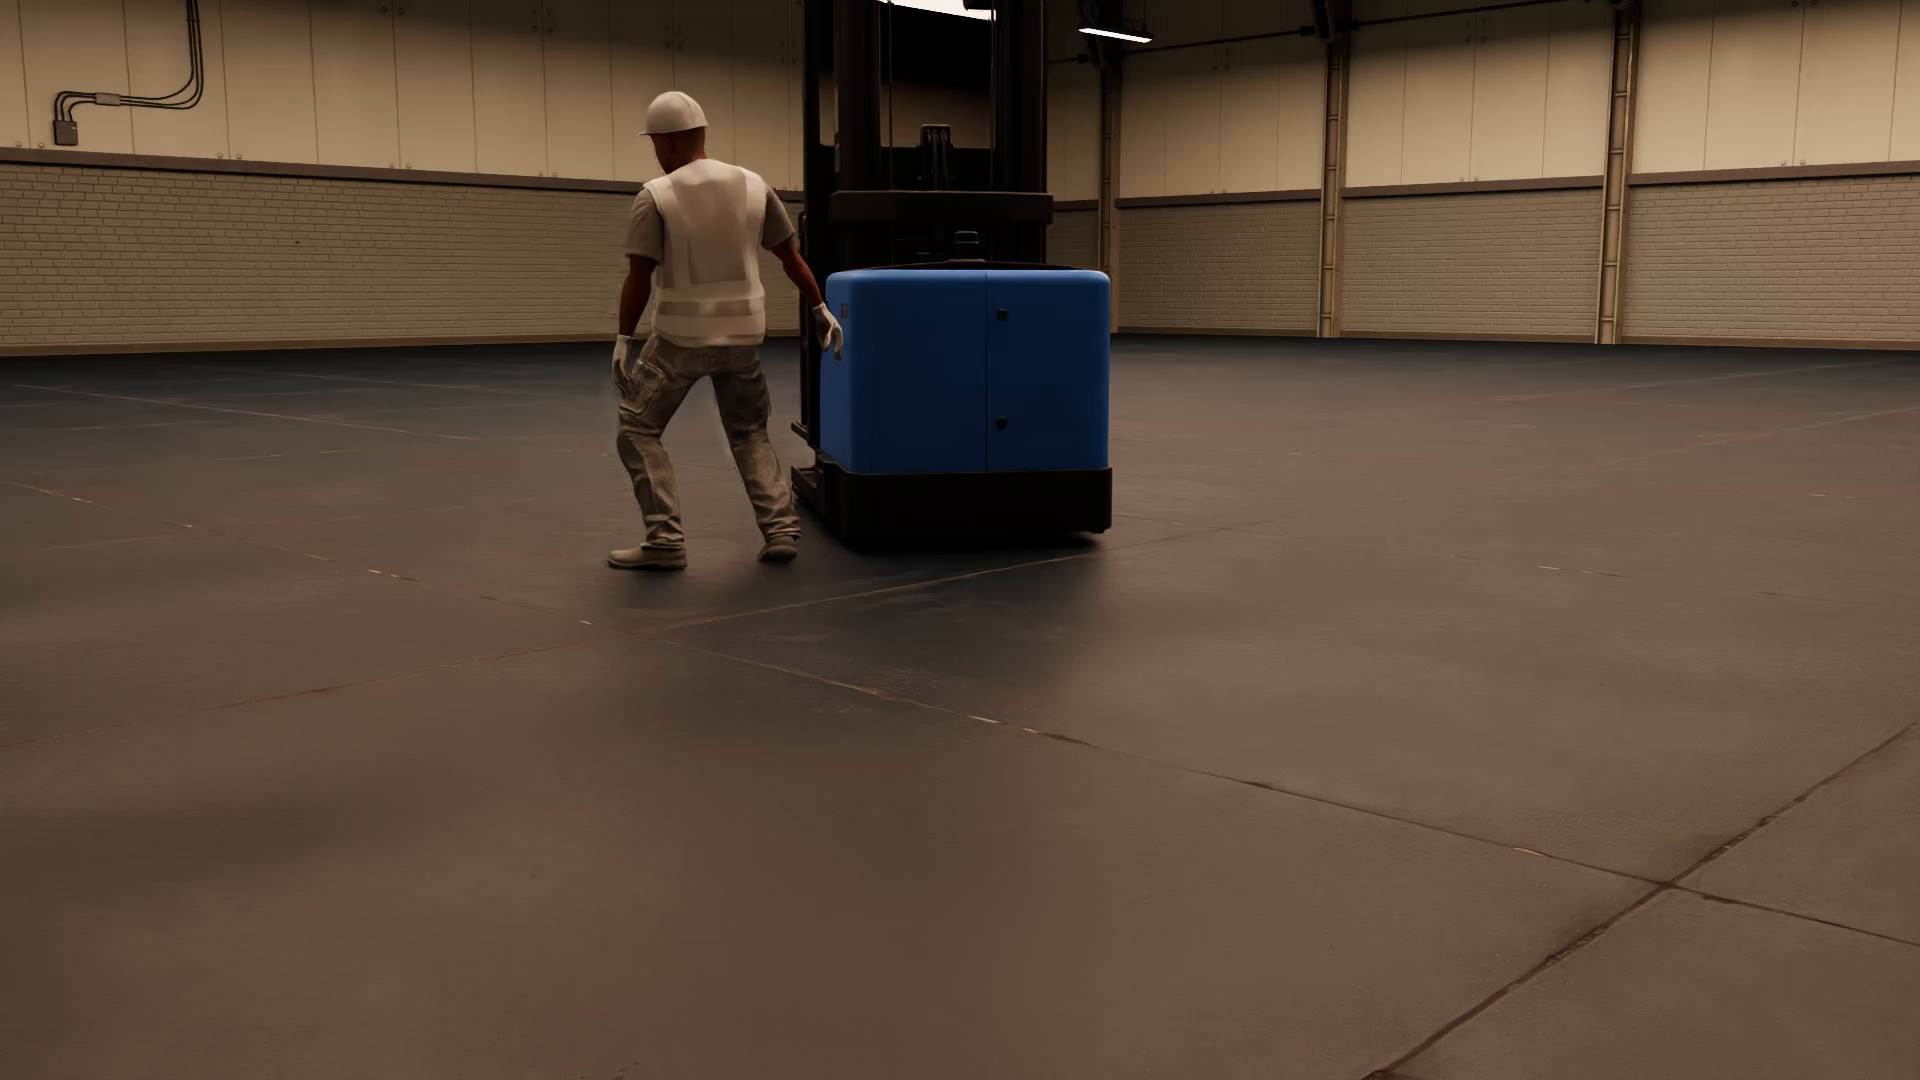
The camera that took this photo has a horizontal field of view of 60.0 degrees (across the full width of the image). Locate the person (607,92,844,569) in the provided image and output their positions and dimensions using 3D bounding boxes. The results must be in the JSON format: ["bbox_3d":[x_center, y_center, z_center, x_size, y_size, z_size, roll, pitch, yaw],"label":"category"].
[{"bbox_3d":[-0.852,-0.753,6.095,0.891,1.730,0.502,-5,10,-30],"label":"person"}]

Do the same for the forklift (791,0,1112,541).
[{"bbox_3d":[-0.203,-1.623,7.651,1.130,2.935,3.031,-2,9,-12],"label":"forklift"}]
